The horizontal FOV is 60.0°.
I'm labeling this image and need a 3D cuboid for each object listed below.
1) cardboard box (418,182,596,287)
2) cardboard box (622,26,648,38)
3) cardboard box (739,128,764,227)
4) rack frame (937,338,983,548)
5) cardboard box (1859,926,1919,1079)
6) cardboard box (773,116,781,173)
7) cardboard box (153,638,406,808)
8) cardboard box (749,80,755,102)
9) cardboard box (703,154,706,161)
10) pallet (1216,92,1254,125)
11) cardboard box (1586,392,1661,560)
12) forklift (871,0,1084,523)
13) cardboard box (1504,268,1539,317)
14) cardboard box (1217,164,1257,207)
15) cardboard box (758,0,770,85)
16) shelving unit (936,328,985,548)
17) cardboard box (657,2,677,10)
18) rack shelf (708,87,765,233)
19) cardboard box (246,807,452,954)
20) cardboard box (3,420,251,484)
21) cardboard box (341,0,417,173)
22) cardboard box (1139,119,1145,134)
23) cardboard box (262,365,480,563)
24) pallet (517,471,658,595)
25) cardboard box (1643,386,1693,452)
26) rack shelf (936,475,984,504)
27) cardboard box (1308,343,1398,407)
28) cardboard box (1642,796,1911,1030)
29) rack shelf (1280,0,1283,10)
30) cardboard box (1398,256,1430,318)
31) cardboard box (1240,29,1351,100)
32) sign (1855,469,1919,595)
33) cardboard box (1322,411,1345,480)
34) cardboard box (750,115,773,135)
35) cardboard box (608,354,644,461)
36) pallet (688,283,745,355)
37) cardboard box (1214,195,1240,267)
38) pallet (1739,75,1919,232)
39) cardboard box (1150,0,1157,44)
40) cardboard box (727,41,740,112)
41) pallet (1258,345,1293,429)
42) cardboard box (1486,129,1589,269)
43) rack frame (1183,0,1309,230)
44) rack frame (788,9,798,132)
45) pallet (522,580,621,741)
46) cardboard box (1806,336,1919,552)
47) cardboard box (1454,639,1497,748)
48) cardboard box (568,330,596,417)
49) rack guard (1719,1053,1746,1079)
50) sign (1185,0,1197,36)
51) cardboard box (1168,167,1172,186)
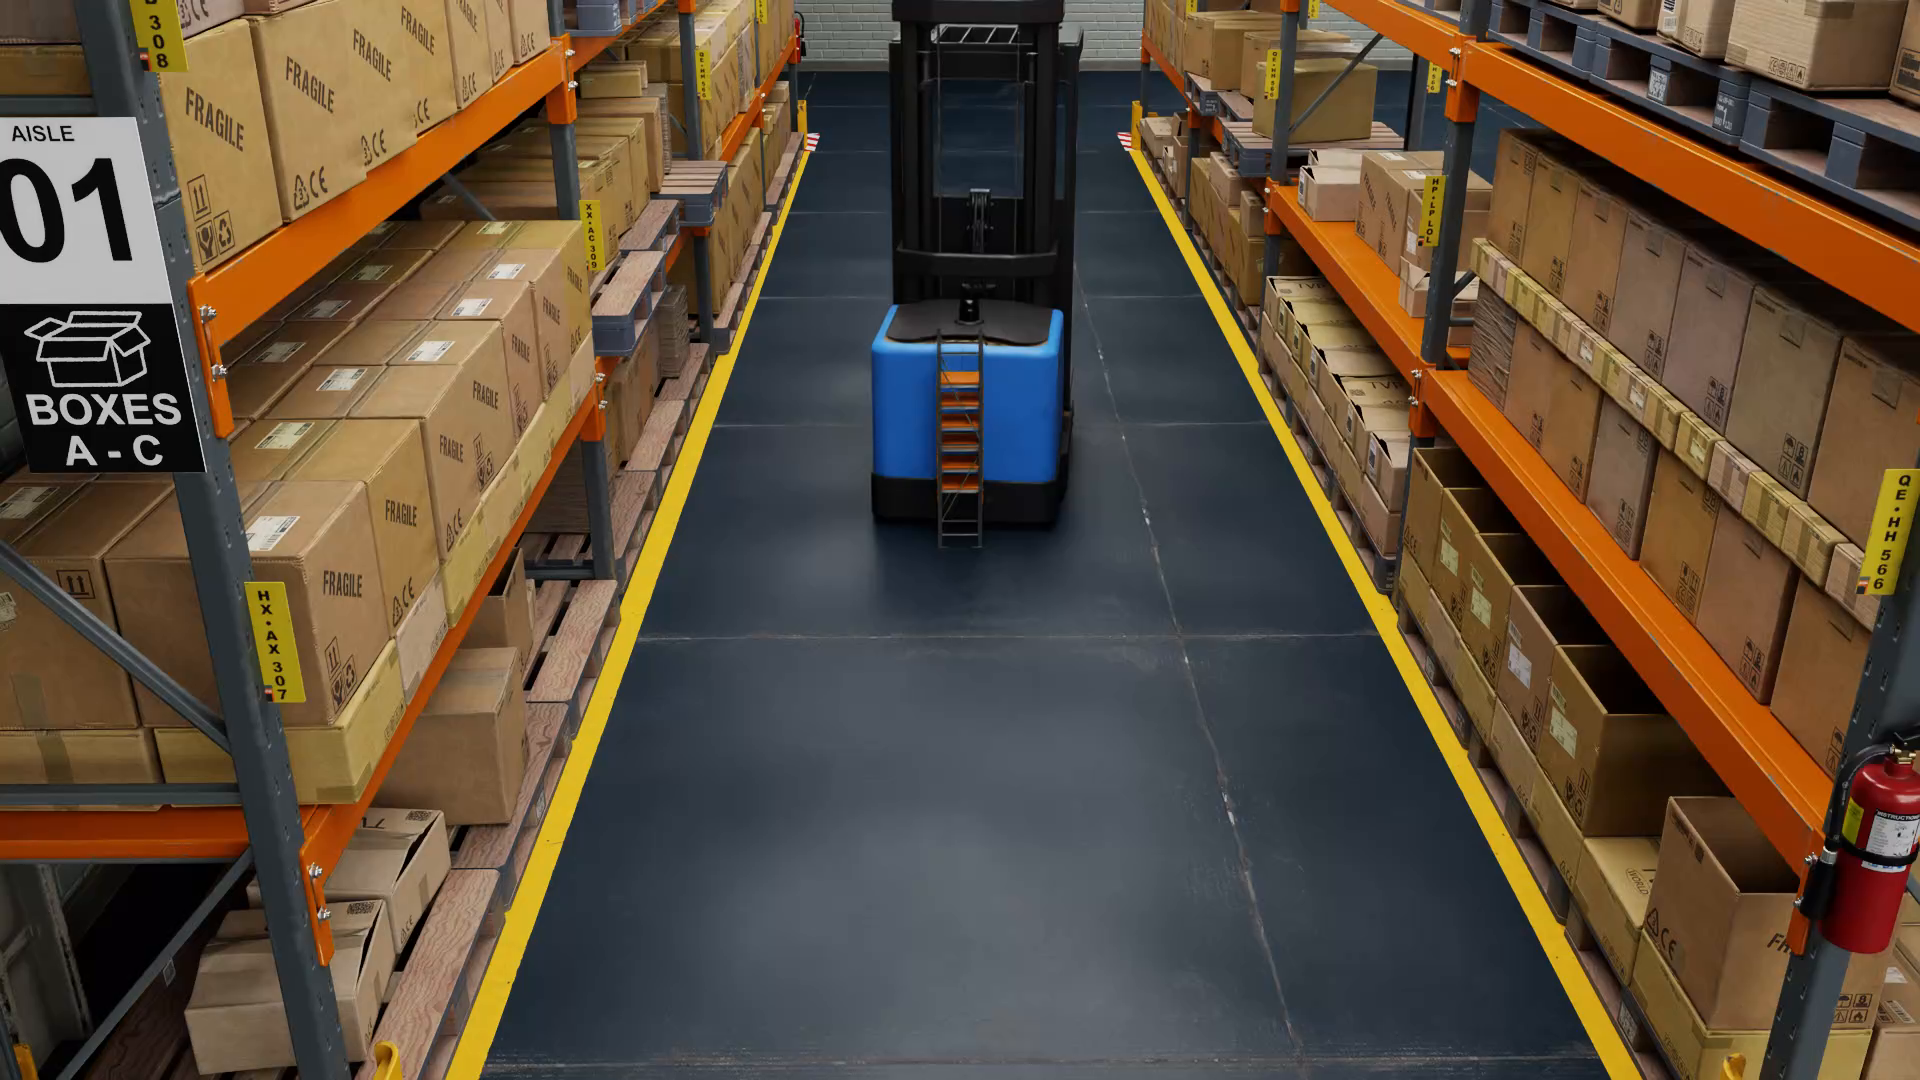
[{"bbox_3d":[-2.211,-1.458,8.179,0.700,0.500,0.500,0,24,0],"label":"cardboard box"},{"bbox_3d":[-2.550,-3.582,12.113,0.500,0.250,0.500,-1,24,-2],"label":"cardboard box"},{"bbox_3d":[-2.190,-3.244,14.881,0.750,0.750,0.750,0,24,0],"label":"cardboard box"},{"bbox_3d":[0.001,-0.503,8.906,0.240,1.200,0.006,0,24,-1],"label":"rack frame"},{"bbox_3d":[2.974,1.462,5.205,0.500,0.250,0.500,0,24,-1],"label":"cardboard box"},{"bbox_3d":[-2.238,-4.078,17.151,0.700,0.500,0.500,0,24,1],"label":"cardboard box"},{"bbox_3d":[-1.884,0.503,4.657,0.500,0.250,0.500,-1,24,-2],"label":"cardboard box"},{"bbox_3d":[-2.014,-3.952,14.628,0.380,0.149,0.250,0,24,0],"label":"cardboard box"},{"bbox_3d":[-2.050,-2.786,12.050,0.380,0.149,0.250,0,24,0],"label":"cardboard box"},{"bbox_3d":[2.644,-3.388,13.335,1.003,0.211,1.213,0,24,-1],"label":"pallet"},{"bbox_3d":[2.745,-0.254,6.050,0.700,0.500,0.500,0,24,1],"label":"cardboard box"},{"bbox_3d":[0.163,-2.003,10.121,1.130,2.935,3.031,2,24,5],"label":"forklift"},{"bbox_3d":[2.530,-1.046,7.014,0.380,0.149,0.250,-1,24,-2],"label":"cardboard box"},{"bbox_3d":[2.405,-2.907,13.626,0.500,0.250,0.500,-1,24,-2],"label":"cardboard box"},{"bbox_3d":[-2.317,-4.659,15.548,0.980,0.700,0.700,0,24,0],"label":"cardboard box"},{"bbox_3d":[0.000,-0.541,8.990,0.258,1.200,0.189,0,24,-1],"label":"shelving unit"},{"bbox_3d":[-2.560,-4.218,13.520,0.500,0.250,0.500,-1,24,-2],"label":"cardboard box"},{"bbox_3d":[-2.305,-3.147,13.441,1.077,0.370,4.000,0,24,-1],"label":"rack shelf"},{"bbox_3d":[-2.120,1.150,5.796,0.500,0.311,0.500,2,24,4],"label":"cardboard box"},{"bbox_3d":[-2.410,-0.037,4.940,0.500,0.500,0.500,0,24,0],"label":"cardboard box"},{"bbox_3d":[-1.930,-1.350,4.809,0.500,0.500,0.500,1,24,2],"label":"cardboard box"},{"bbox_3d":[2.243,-4.698,18.924,0.380,0.149,0.250,0,24,-1],"label":"cardboard box"},{"bbox_3d":[-1.896,-0.251,5.413,0.500,0.500,0.500,-1,24,-2],"label":"cardboard box"},{"bbox_3d":[-2.250,-0.053,9.110,1.003,0.211,1.213,0,24,-1],"label":"pallet"},{"bbox_3d":[2.547,-0.409,5.606,0.380,0.149,0.250,0,24,1],"label":"cardboard box"},{"bbox_3d":[0.000,-0.282,9.107,0.258,0.103,0.180,0,24,-1],"label":"rack shelf"},{"bbox_3d":[2.406,-1.013,9.996,0.500,0.311,0.500,-1,24,-1],"label":"cardboard box"},{"bbox_3d":[2.454,1.122,5.046,0.500,0.500,0.500,0,24,-1],"label":"cardboard box"},{"bbox_3d":[2.648,-4.538,12.876,1.077,0.370,4.000,0,24,-1],"label":"rack shelf"},{"bbox_3d":[2.520,-1.326,8.706,0.396,0.266,0.258,-1,24,-2],"label":"cardboard box"},{"bbox_3d":[2.707,-3.832,13.452,0.700,0.500,0.500,-6,25,-14],"label":"cardboard box"},{"bbox_3d":[2.214,-0.017,3.954,0.100,0.325,0.005,0,24,-1],"label":"sign"},{"bbox_3d":[2.409,-0.554,9.661,0.500,0.250,0.500,0,24,1],"label":"cardboard box"},{"bbox_3d":[-2.054,-4.097,16.406,0.380,0.149,0.250,1,24,1],"label":"cardboard box"},{"bbox_3d":[-2.286,-0.790,9.857,0.700,0.500,0.500,0,24,0],"label":"cardboard box"},{"bbox_3d":[-2.217,-1.705,12.764,1.003,0.211,1.213,0,24,-1],"label":"pallet"},{"bbox_3d":[2.408,-2.550,13.747,0.500,0.500,0.500,-1,24,-3],"label":"cardboard box"},{"bbox_3d":[2.775,-0.996,4.279,1.003,0.211,1.213,0,24,-1],"label":"pallet"},{"bbox_3d":[2.335,-5.620,17.915,0.500,0.500,0.500,0,24,-1],"label":"cardboard box"},{"bbox_3d":[-2.047,-3.677,13.233,0.500,0.500,0.500,0,24,1],"label":"cardboard box"},{"bbox_3d":[2.640,-1.065,11.348,1.003,0.211,1.213,0,24,-1],"label":"pallet"},{"bbox_3d":[2.725,-1.480,7.187,0.700,0.500,0.500,0,24,0],"label":"cardboard box"},{"bbox_3d":[2.626,-4.323,15.168,1.000,3.000,0.127,0,24,-1],"label":"rack frame"},{"bbox_3d":[-2.371,-5.947,18.759,1.000,3.000,0.127,0,24,-1],"label":"rack frame"},{"bbox_3d":[-2.197,0.545,7.789,1.003,0.211,1.213,0,24,-1],"label":"pallet"},{"bbox_3d":[2.764,-0.229,4.420,0.700,0.500,0.500,0,24,0],"label":"cardboard box"},{"bbox_3d":[2.416,0.640,7.022,0.500,0.250,0.500,0,24,-1],"label":"cardboard box"},{"bbox_3d":[-1.932,-0.749,7.425,0.500,0.250,0.500,0,24,0],"label":"cardboard box"},{"bbox_3d":[2.757,1.771,4.728,1.175,0.500,0.348,0,24,-1],"label":"rack guard"},{"bbox_3d":[2.084,-4.712,14.977,0.100,0.325,0.005,0,24,-1],"label":"sign"},{"bbox_3d":[2.272,-3.612,16.522,0.380,0.149,0.250,0,24,-1],"label":"cardboard box"}]
